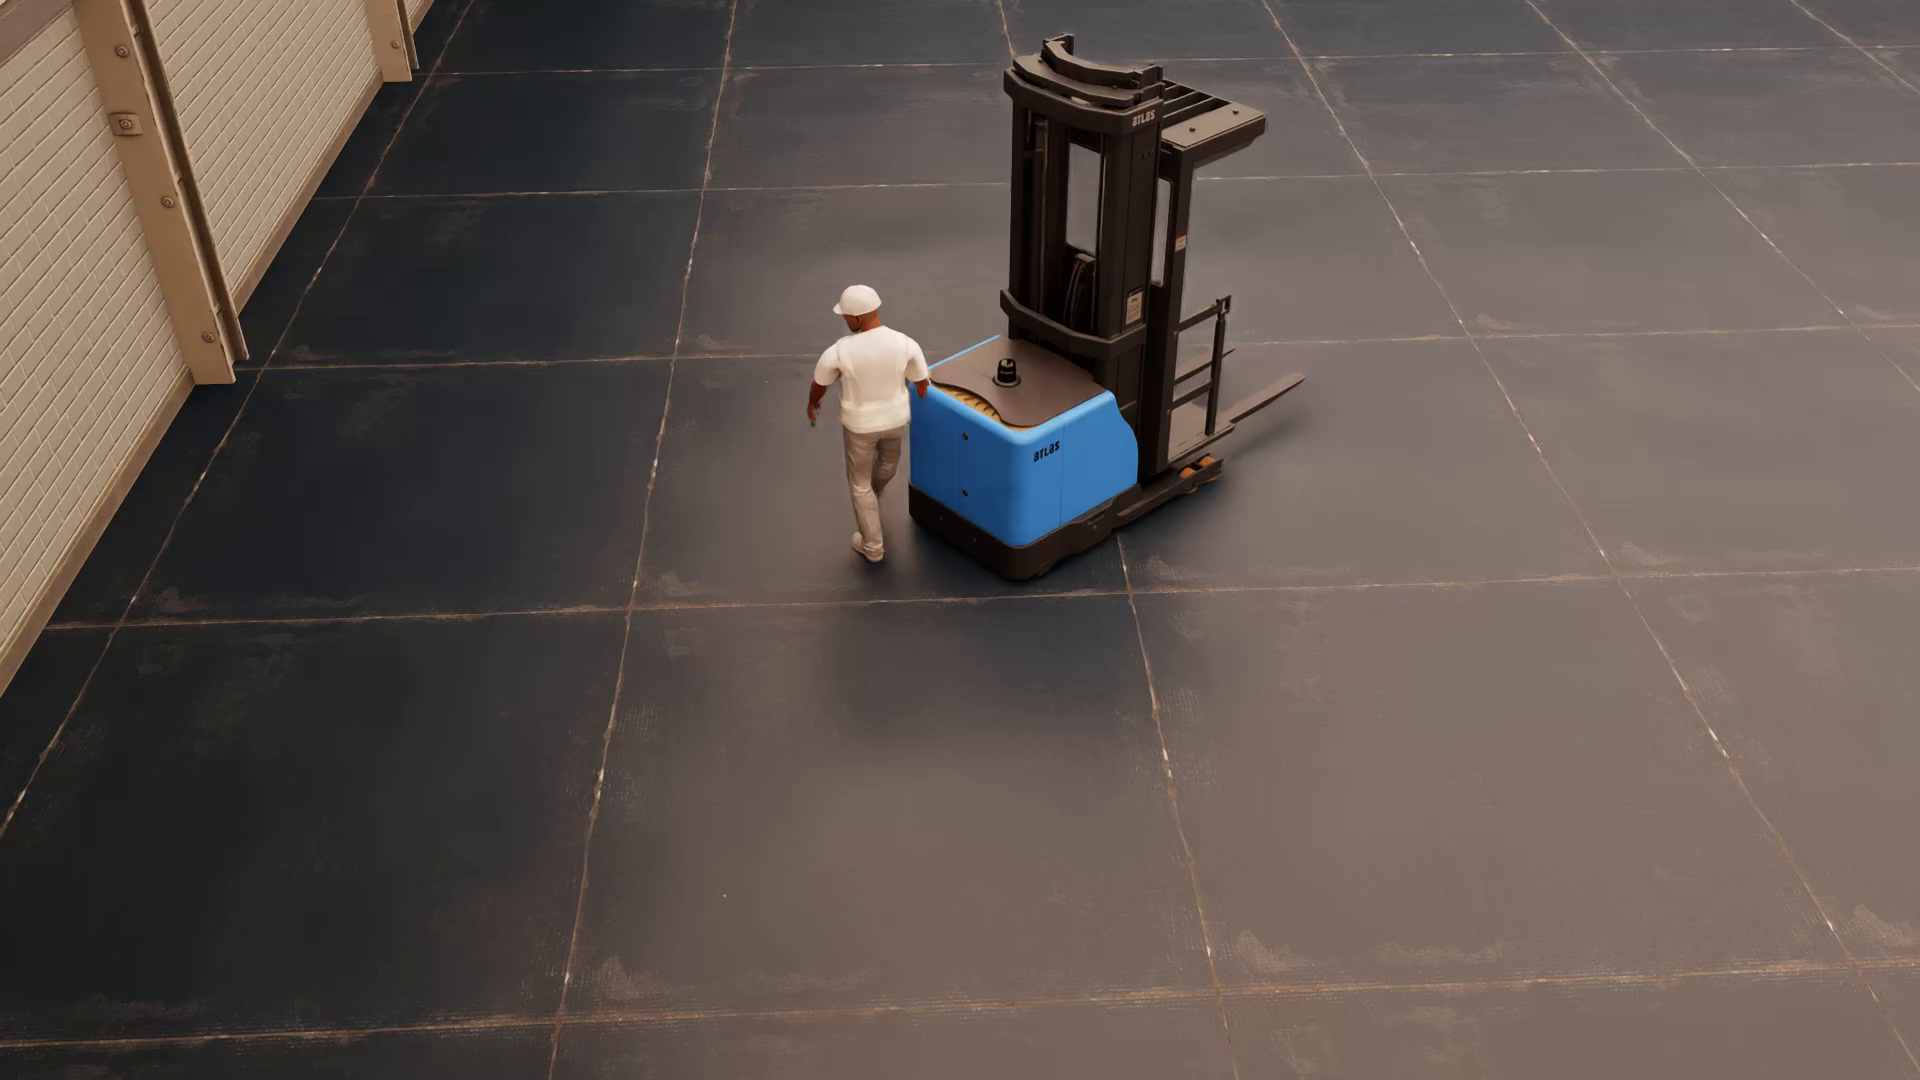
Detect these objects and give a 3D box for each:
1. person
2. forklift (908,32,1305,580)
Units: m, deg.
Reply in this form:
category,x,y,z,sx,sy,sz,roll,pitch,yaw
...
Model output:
category,x,y,z,sx,sy,sz,roll,pitch,yaw
person,-0.532,-0.821,10.169,0.771,1.718,0.915,-11,37,-15
forklift,1.096,-1.693,10.335,3.031,2.935,1.130,-29,45,-33
